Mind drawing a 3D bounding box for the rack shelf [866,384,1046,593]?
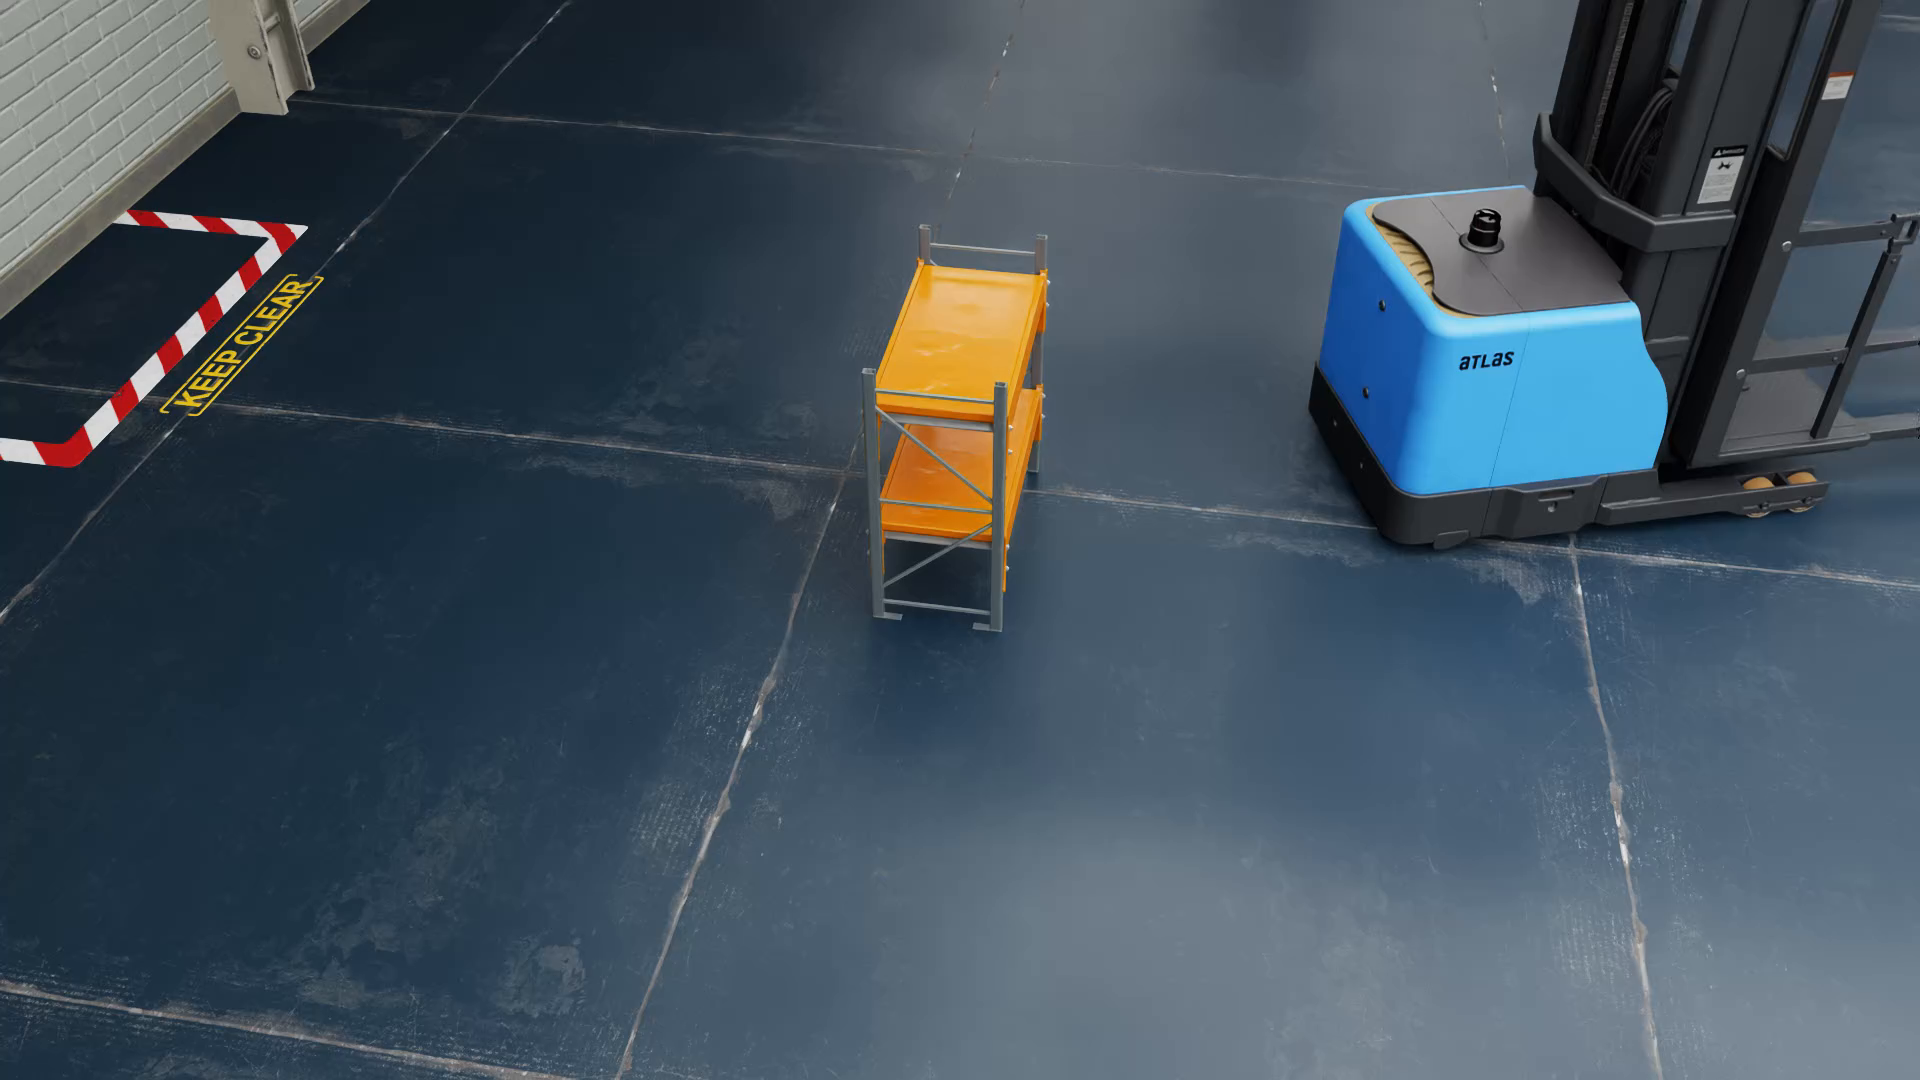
[{"bbox_3d":[0.001,-0.249,6.553,0.538,0.278,1.000,6,40,8],"label":"rack shelf"}]

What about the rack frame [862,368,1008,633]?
[{"bbox_3d":[-0.087,-0.119,6.011,0.500,1.125,0.032,6,40,8],"label":"rack frame"}]

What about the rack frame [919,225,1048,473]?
[{"bbox_3d":[0.089,-0.757,6.783,0.500,1.125,0.032,6,40,8],"label":"rack frame"}]

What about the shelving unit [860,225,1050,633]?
[{"bbox_3d":[0.001,-0.438,6.397,0.538,1.125,1.048,6,40,8],"label":"shelving unit"}]

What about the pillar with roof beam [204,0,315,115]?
[{"bbox_3d":[0.153,-5.631,6.498,9.100,9.000,0.400,6,40,8],"label":"pillar with roof beam"}]

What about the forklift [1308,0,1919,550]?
[{"bbox_3d":[3.104,-1.548,6.322,3.031,2.935,1.130,-7,40,-8],"label":"forklift"}]

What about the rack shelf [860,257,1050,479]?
[{"bbox_3d":[0.001,-0.663,6.210,0.538,0.278,1.000,6,40,8],"label":"rack shelf"}]
